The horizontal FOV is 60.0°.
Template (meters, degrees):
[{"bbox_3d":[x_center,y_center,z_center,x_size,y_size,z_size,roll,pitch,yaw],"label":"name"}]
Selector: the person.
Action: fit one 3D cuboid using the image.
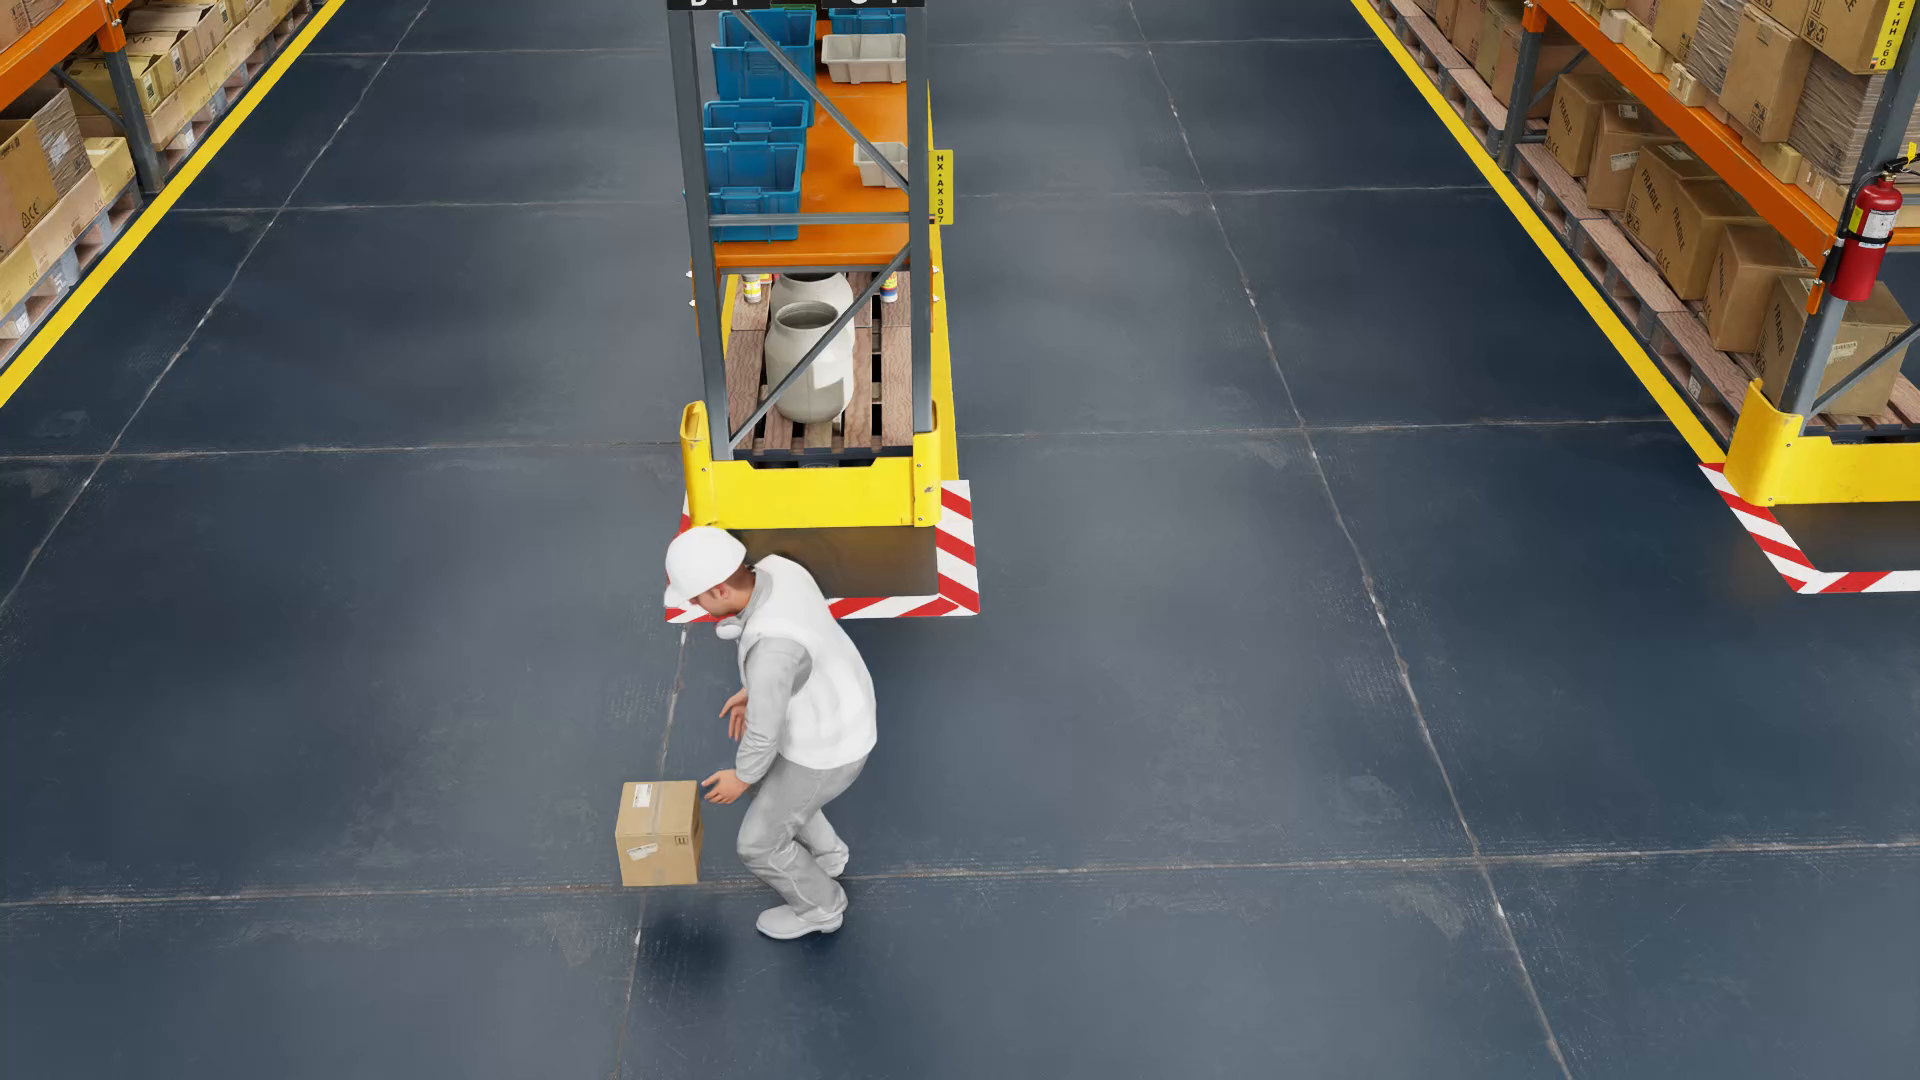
[{"bbox_3d":[-0.581,0.624,5.385,0.627,1.607,0.583,-1,35,-2],"label":"person"}]
